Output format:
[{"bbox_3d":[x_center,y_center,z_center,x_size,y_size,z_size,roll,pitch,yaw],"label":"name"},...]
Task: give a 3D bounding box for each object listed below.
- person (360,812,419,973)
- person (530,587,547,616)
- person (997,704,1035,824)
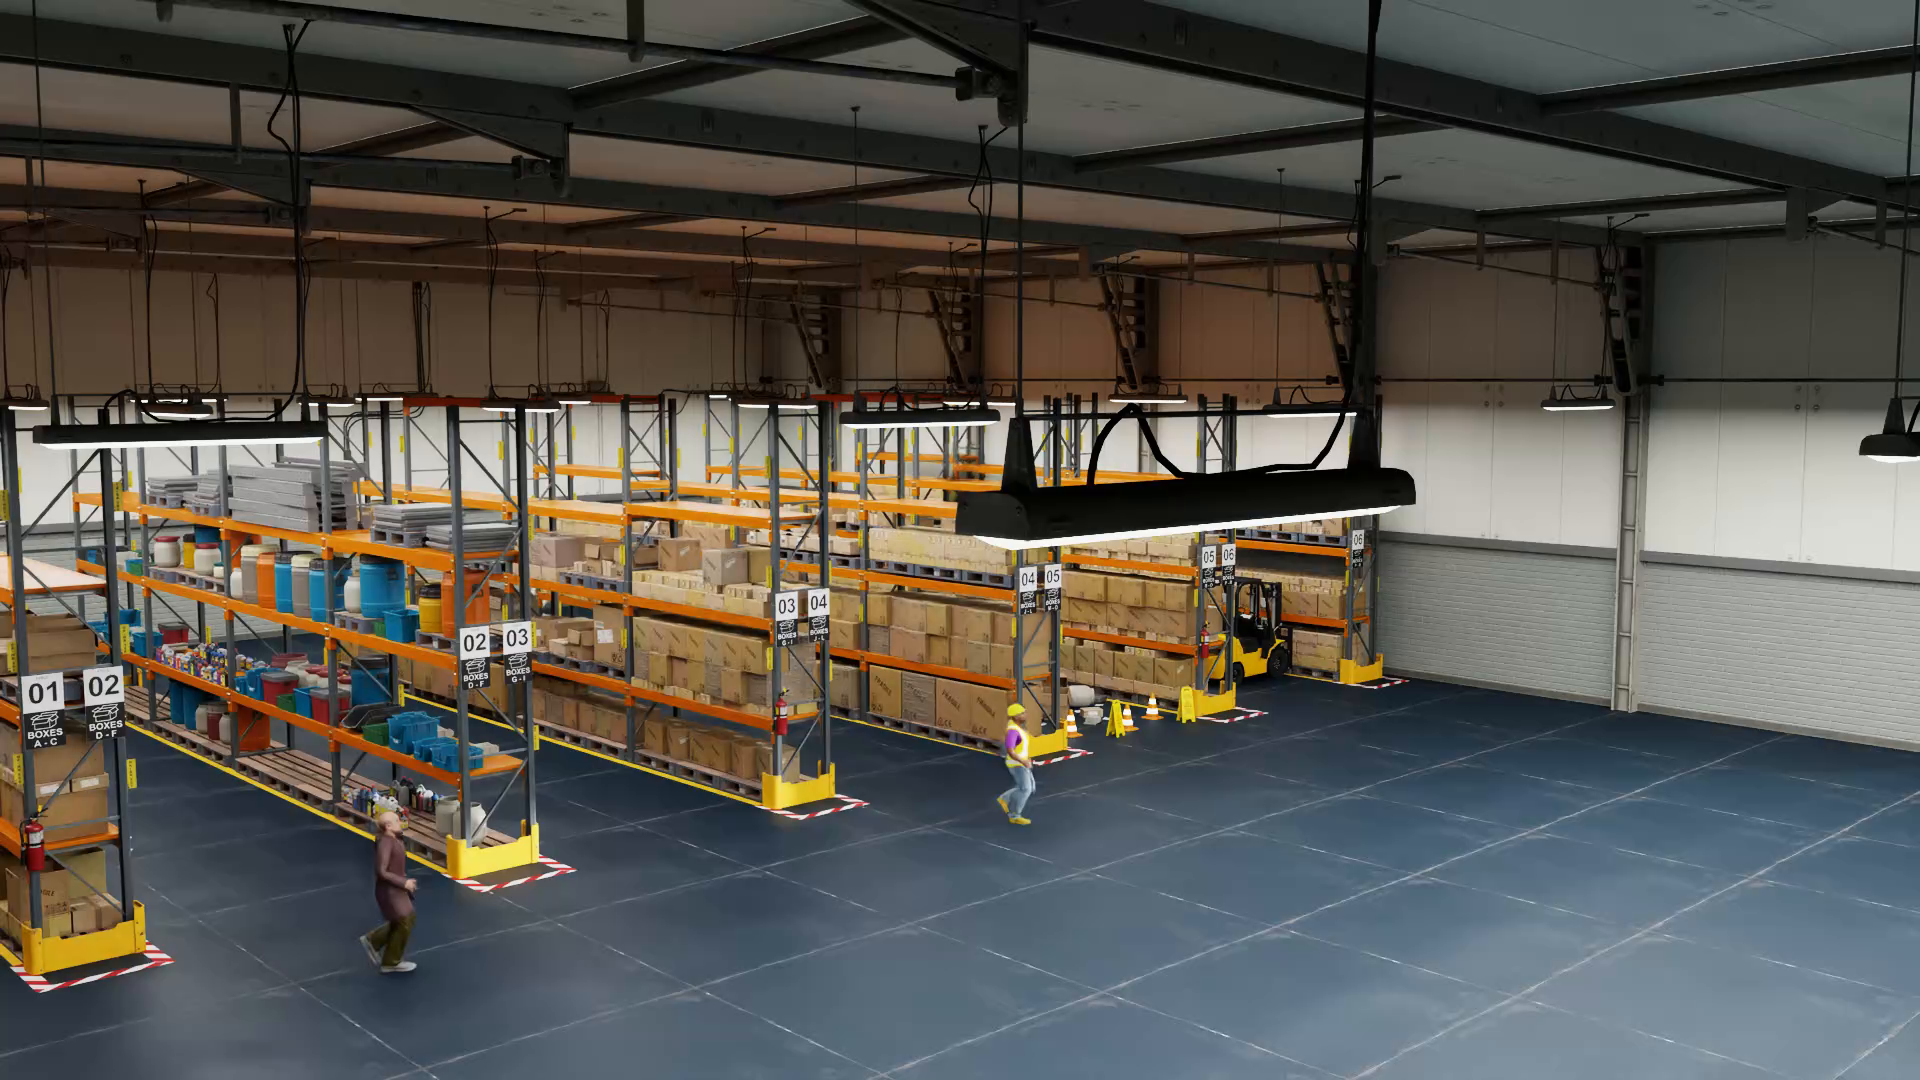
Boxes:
[{"bbox_3d":[-6.084,3.751,17.699,0.637,1.740,0.730,-1,6,-14],"label":"person"},{"bbox_3d":[-10.324,1.541,40.902,0.779,1.707,0.719,-1,6,-15],"label":"person"},{"bbox_3d":[0.794,3.186,23.719,0.546,1.729,0.698,0,6,4],"label":"person"}]
